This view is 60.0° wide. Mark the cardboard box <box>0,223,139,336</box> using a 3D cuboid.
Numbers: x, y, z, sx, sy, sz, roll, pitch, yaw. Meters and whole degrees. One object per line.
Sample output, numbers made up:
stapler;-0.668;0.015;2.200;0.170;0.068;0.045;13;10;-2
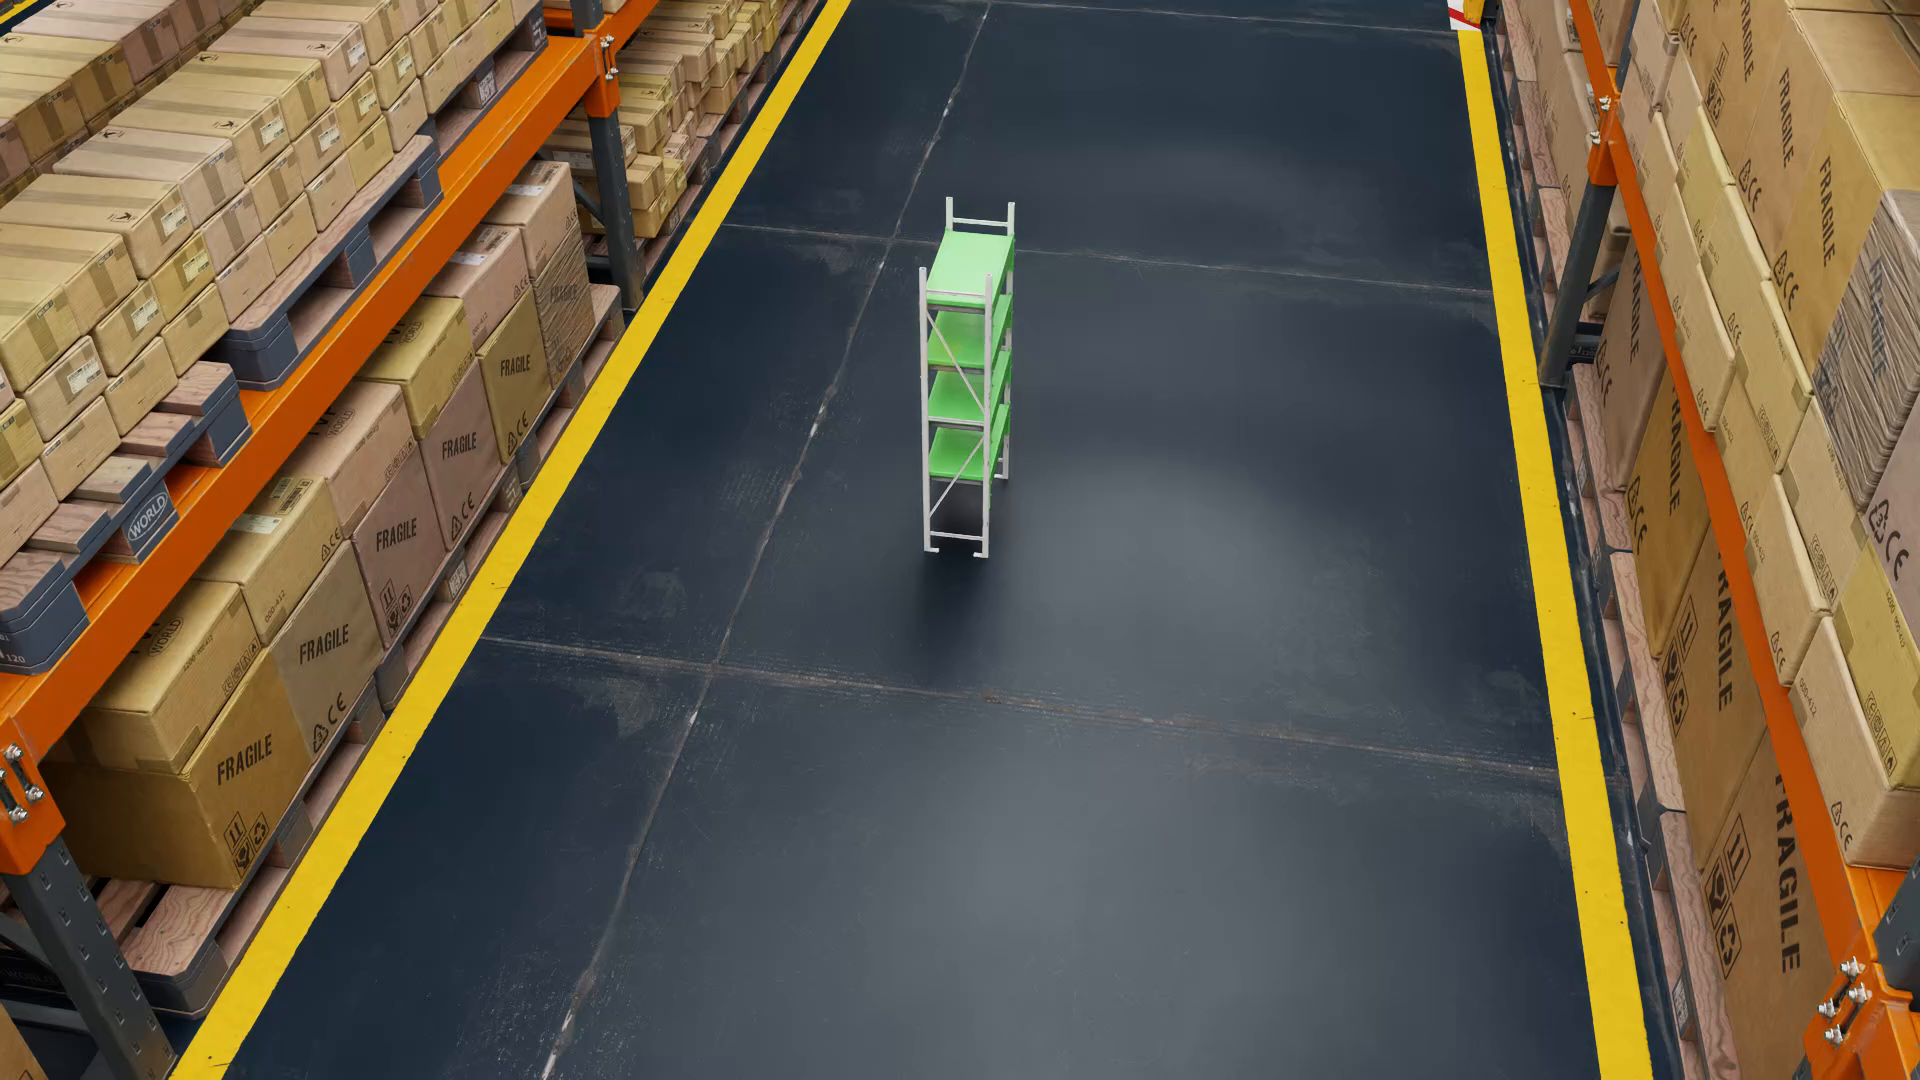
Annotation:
cardboard box;-2.272;-0.642;4.073;0.380;0.149;0.250;6;40;7

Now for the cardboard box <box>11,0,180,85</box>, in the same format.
cardboard box;-2.685;-1.553;5.175;0.380;0.149;0.250;8;40;9

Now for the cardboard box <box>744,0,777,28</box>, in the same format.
cardboard box;-1.224;-2.940;9.126;0.380;0.149;0.250;7;40;8

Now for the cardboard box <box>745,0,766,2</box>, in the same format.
cardboard box;-1.209;-3.051;9.028;0.380;0.149;0.250;8;40;9

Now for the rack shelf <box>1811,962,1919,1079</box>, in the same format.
rack shelf;1.914;2.258;1.729;1.077;0.370;4.000;6;40;8

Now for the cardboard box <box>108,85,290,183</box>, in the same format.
cardboard box;-2.136;-1.145;4.681;0.380;0.149;0.250;8;40;9

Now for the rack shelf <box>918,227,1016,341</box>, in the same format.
rack shelf;0.029;-0.887;5.728;0.258;0.148;0.480;6;40;8

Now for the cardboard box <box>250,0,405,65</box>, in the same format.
cardboard box;-2.002;-1.639;5.278;0.380;0.149;0.250;5;40;6

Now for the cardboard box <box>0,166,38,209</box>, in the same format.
cardboard box;-2.819;-0.943;4.670;0.380;0.149;0.250;6;40;7

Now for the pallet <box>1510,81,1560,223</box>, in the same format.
pallet;3.369;-1.946;8.439;1.003;0.211;1.213;6;40;8

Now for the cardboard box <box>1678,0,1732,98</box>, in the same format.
cardboard box;2.532;-1.642;5.018;0.500;0.500;0.500;6;40;7

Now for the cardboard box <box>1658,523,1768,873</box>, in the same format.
cardboard box;2.620;0.399;4.751;0.875;0.875;0.875;7;40;8

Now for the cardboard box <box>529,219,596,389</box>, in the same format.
cardboard box;-1.821;-0.973;6.705;0.500;0.500;0.500;6;40;7

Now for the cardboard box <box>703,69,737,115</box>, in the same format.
cardboard box;-1.377;-2.342;8.636;0.380;0.149;0.250;5;40;6

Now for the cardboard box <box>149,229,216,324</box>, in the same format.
cardboard box;-2.221;-0.714;4.394;0.380;0.149;0.250;7;40;8

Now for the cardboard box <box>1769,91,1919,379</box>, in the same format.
cardboard box;2.265;-0.685;3.862;0.500;0.500;0.500;6;40;8

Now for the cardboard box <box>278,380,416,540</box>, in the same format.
cardboard box;-2.089;-0.278;5.275;0.500;0.250;0.500;7;40;8

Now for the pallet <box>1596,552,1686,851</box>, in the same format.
pallet;2.684;0.551;5.418;1.003;0.211;1.213;6;40;8

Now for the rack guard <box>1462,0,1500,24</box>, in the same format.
rack guard;3.648;-3.347;9.905;1.175;0.500;0.348;6;40;8

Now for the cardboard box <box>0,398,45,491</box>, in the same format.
cardboard box;-2.352;-0.217;3.793;0.380;0.149;0.250;8;40;10

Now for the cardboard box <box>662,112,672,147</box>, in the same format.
cardboard box;-1.601;-1.963;7.944;0.380;0.149;0.250;6;40;7

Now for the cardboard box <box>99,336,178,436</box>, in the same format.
cardboard box;-2.264;-0.418;4.269;0.380;0.149;0.250;8;40;10

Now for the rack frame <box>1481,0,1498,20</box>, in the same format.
rack frame;3.644;-4.295;9.091;1.000;3.000;0.127;6;40;8

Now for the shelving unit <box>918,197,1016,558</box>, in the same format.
shelving unit;0.029;-0.566;5.993;0.258;1.200;0.503;6;40;8

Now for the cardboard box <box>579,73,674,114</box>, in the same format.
cardboard box;-1.576;-2.083;7.857;0.380;0.149;0.250;6;40;7

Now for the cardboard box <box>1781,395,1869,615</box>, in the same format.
cardboard box;2.178;-0.063;3.698;0.500;0.250;0.500;5;40;7

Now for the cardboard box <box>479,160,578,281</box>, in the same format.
cardboard box;-1.821;-1.259;6.463;0.500;0.250;0.500;5;40;6

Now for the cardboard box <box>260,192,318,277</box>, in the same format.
cardboard box;-2.129;-0.913;4.867;0.380;0.149;0.250;7;40;8

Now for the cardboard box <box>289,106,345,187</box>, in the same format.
cardboard box;-2.087;-1.196;4.976;0.380;0.149;0.250;8;40;9

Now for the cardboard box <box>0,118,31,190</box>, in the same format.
cardboard box;-2.819;-1.050;4.566;0.380;0.149;0.250;6;40;8

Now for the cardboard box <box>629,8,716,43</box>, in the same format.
cardboard box;-1.463;-2.580;8.458;0.380;0.149;0.250;5;40;6

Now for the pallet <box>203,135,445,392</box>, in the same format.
pallet;-2.331;-0.930;5.171;1.003;0.211;1.213;6;40;8

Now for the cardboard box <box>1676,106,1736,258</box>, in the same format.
cardboard box;2.422;-1.030;4.868;0.500;0.250;0.500;7;40;8

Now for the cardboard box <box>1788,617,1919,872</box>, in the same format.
cardboard box;2.092;0.438;3.484;0.500;0.250;0.500;5;40;6

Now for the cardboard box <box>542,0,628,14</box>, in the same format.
cardboard box;-1.570;-2.312;6.889;0.380;0.149;0.250;8;40;9

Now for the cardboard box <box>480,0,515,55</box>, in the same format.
cardboard box;-1.859;-1.898;6.059;0.380;0.149;0.250;7;40;8

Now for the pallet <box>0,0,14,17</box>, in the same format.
pallet;-6.391;-3.039;9.760;1.003;0.211;1.213;6;40;8

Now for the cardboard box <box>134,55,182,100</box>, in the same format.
cardboard box;-2.684;-1.426;5.255;0.380;0.149;0.250;6;40;7

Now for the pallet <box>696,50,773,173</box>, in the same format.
pallet;-1.651;-2.386;8.970;1.003;0.211;1.213;6;40;8

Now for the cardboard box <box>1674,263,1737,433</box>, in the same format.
cardboard box;2.328;-0.522;4.645;0.500;0.250;0.500;6;40;7

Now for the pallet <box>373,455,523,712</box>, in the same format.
pallet;-2.283;0.064;6.006;1.003;0.211;1.213;6;40;8

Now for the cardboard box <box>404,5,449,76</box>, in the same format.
cardboard box;-1.948;-1.682;5.565;0.380;0.149;0.250;5;40;6

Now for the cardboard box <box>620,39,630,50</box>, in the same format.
cardboard box;-1.905;-2.493;8.586;0.380;0.149;0.250;5;40;6

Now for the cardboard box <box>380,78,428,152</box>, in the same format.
cardboard box;-1.990;-1.409;5.468;0.380;0.149;0.250;5;40;6

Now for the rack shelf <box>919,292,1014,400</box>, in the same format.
rack shelf;0.029;-0.702;5.881;0.258;0.148;0.480;6;40;8

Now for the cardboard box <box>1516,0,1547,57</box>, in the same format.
cardboard box;3.628;-3.044;9.259;0.875;0.438;0.875;5;40;6

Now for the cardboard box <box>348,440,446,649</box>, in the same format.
cardboard box;-2.092;-0.009;5.540;0.500;0.500;0.500;5;40;7

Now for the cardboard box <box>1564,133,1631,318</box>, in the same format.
cardboard box;3.166;-1.341;7.199;0.875;0.438;0.875;6;40;7

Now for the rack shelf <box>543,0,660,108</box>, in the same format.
rack shelf;-1.595;-3.245;8.385;1.077;0.370;4.000;6;40;8

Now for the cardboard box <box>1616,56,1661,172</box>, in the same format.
cardboard box;2.616;-1.480;5.803;0.500;0.250;0.500;6;40;7

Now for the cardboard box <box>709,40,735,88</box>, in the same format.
cardboard box;-1.375;-2.453;8.537;0.380;0.149;0.250;6;40;7

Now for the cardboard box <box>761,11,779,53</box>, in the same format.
cardboard box;-1.222;-2.835;9.233;0.380;0.149;0.250;5;40;6

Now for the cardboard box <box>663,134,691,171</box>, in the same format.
cardboard box;-1.524;-1.852;8.044;0.380;0.149;0.250;6;40;7
